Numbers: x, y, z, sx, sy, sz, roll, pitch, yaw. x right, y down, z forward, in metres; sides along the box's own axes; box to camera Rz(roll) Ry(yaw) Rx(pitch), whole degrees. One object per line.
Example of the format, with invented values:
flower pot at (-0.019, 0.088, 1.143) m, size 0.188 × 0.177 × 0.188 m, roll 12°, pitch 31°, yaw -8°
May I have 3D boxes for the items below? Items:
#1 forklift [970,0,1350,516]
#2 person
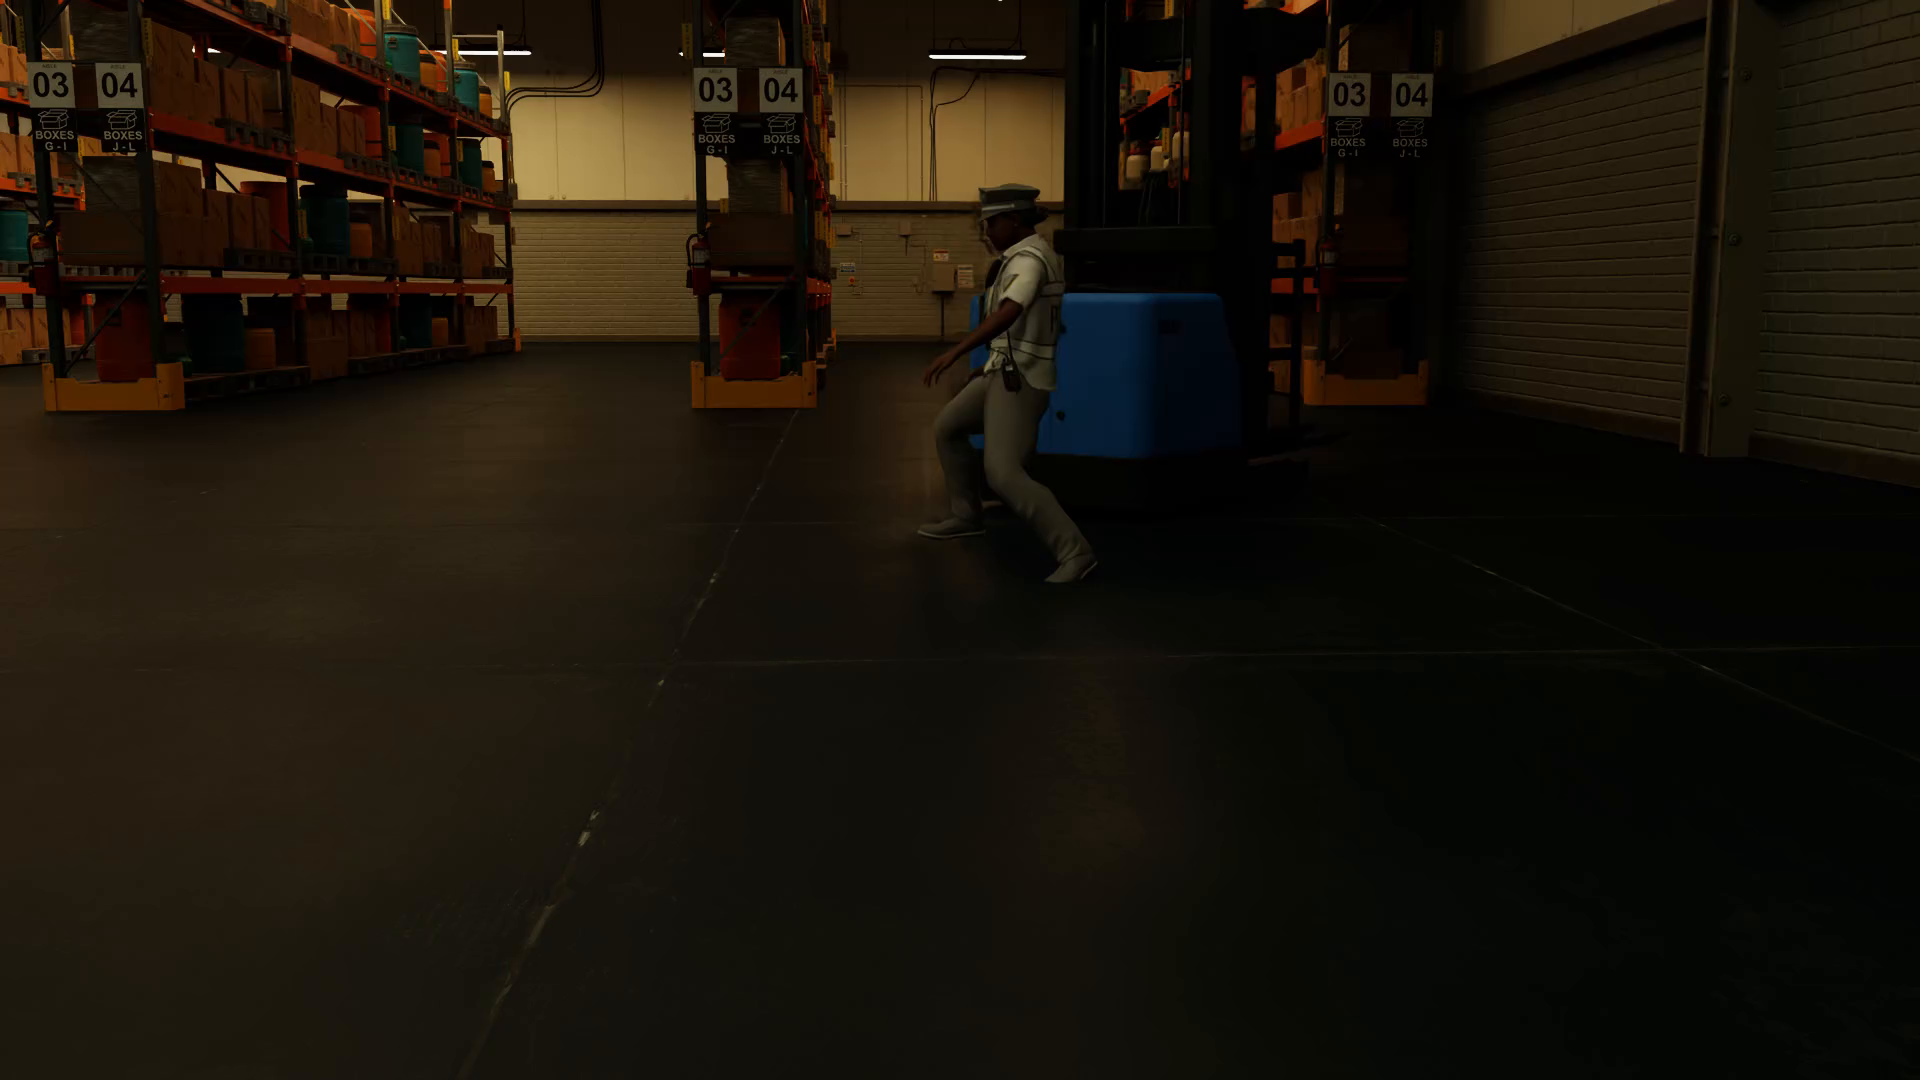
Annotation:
forklift at (1.279, -1.738, 9.036) m, size 1.130 × 2.935 × 3.031 m, roll 6°, pitch 10°, yaw 34°
person at (0.168, -0.626, 6.562) m, size 0.777 × 1.534 × 0.906 m, roll 1°, pitch 8°, yaw 6°
